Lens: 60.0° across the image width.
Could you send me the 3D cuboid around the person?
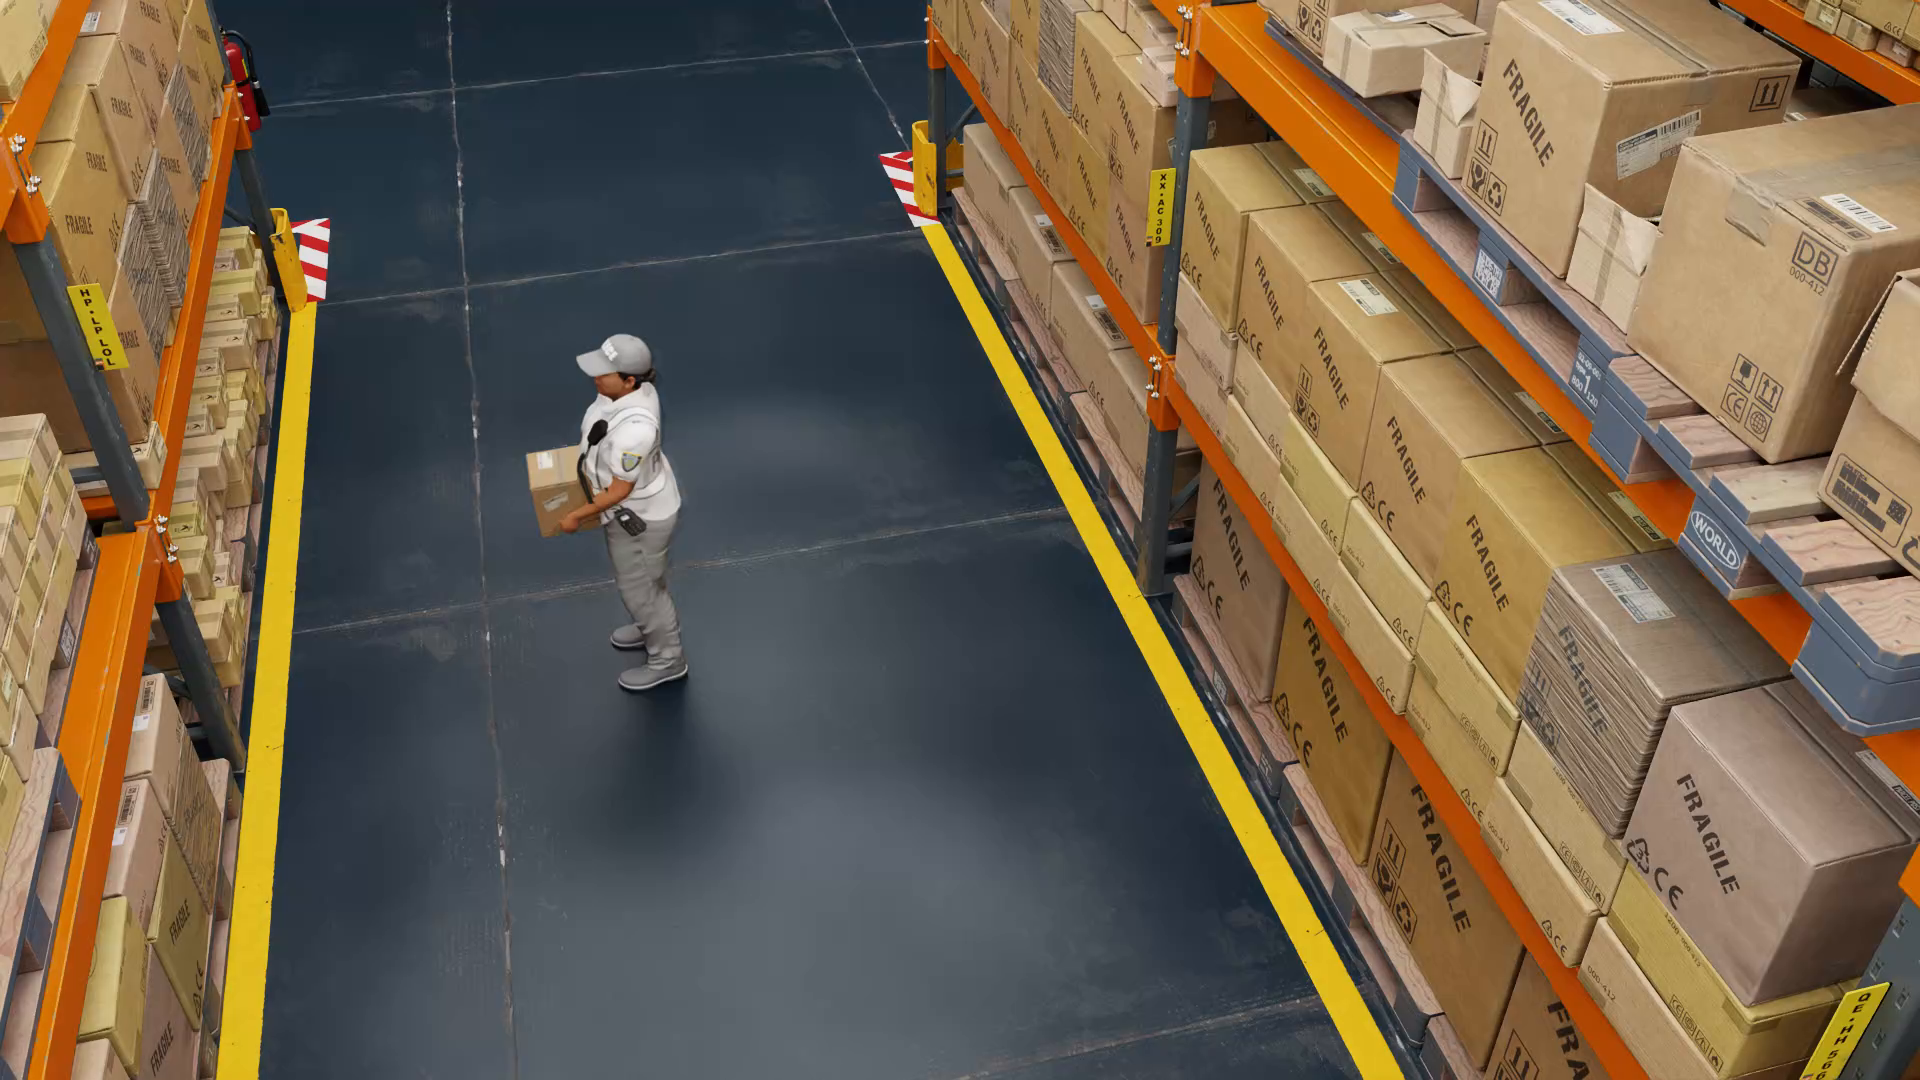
[{"bbox_3d":[-1.421,-0.114,6.857,0.533,1.660,0.456,-9,39,-11],"label":"person"}]
